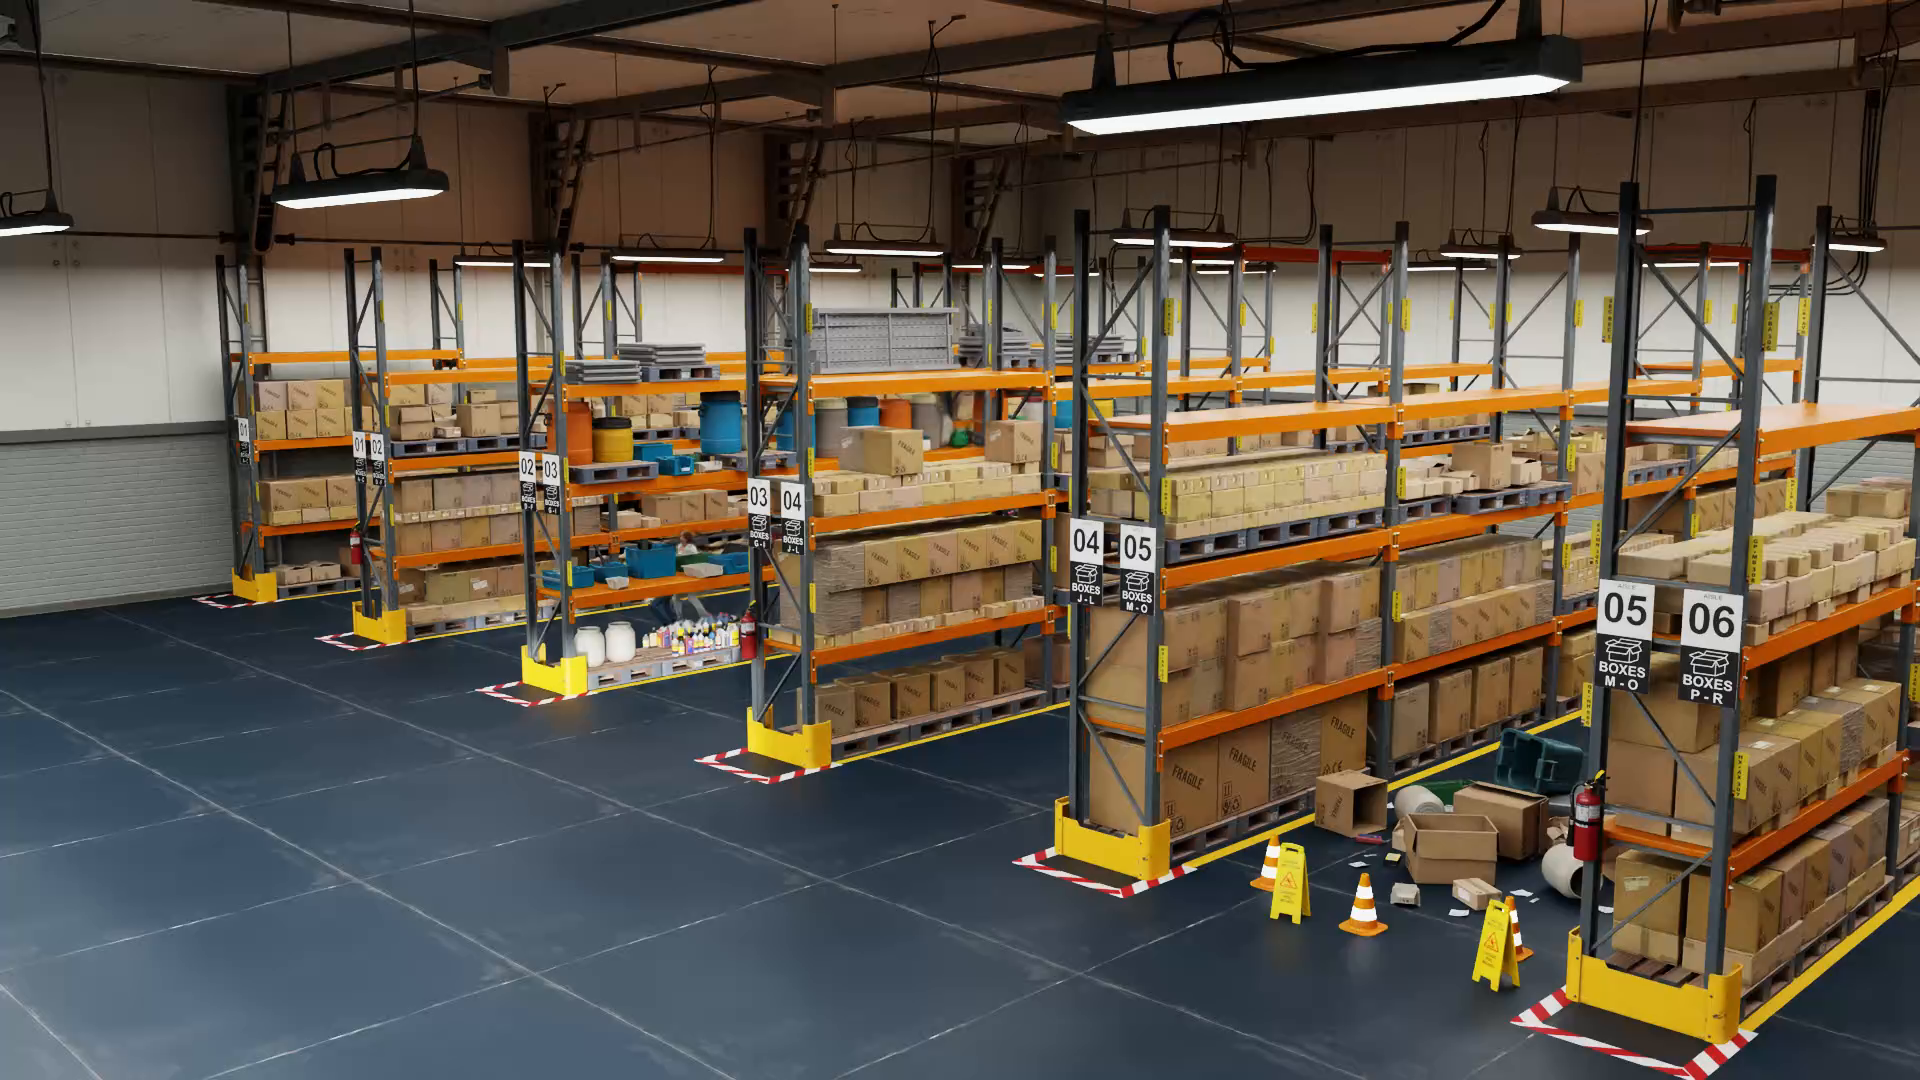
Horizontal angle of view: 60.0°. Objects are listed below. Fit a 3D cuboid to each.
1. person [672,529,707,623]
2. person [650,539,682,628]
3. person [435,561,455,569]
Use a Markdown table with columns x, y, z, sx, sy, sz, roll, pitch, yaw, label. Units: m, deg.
| x | y | z | sx | sy | sz | roll | pitch | yaw | label |
| --- | --- | --- | --- | --- | --- | --- | --- | --- | --- |
| -4.334 | 0.638 | 26.478 | 0.547 | 1.639 | 0.705 | 5 | 10 | 33 | person |
| -4.536 | 0.761 | 25.780 | 0.574 | 1.536 | 0.598 | -4 | 9 | -27 | person |
| -8.979 | 0.341 | 28.879 | 0.590 | 1.503 | 0.819 | 3 | 8 | 17 | person |
